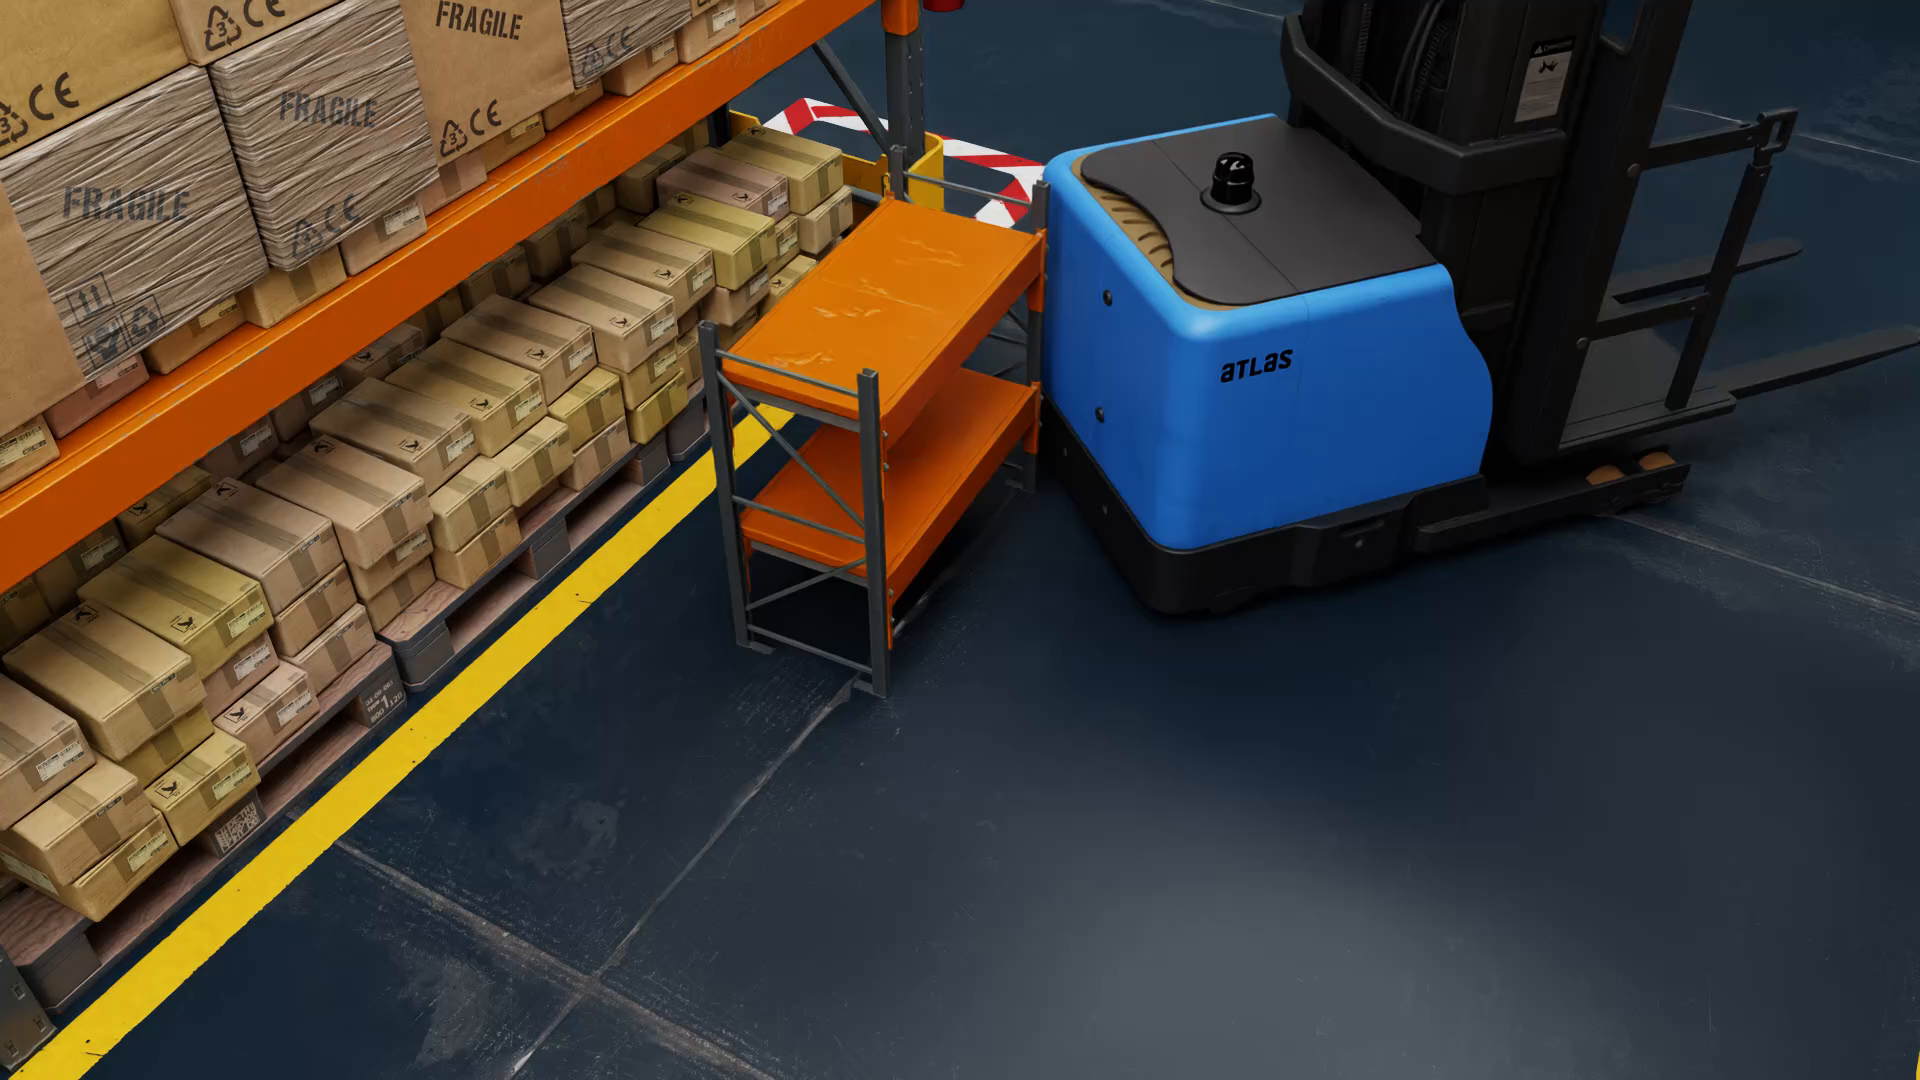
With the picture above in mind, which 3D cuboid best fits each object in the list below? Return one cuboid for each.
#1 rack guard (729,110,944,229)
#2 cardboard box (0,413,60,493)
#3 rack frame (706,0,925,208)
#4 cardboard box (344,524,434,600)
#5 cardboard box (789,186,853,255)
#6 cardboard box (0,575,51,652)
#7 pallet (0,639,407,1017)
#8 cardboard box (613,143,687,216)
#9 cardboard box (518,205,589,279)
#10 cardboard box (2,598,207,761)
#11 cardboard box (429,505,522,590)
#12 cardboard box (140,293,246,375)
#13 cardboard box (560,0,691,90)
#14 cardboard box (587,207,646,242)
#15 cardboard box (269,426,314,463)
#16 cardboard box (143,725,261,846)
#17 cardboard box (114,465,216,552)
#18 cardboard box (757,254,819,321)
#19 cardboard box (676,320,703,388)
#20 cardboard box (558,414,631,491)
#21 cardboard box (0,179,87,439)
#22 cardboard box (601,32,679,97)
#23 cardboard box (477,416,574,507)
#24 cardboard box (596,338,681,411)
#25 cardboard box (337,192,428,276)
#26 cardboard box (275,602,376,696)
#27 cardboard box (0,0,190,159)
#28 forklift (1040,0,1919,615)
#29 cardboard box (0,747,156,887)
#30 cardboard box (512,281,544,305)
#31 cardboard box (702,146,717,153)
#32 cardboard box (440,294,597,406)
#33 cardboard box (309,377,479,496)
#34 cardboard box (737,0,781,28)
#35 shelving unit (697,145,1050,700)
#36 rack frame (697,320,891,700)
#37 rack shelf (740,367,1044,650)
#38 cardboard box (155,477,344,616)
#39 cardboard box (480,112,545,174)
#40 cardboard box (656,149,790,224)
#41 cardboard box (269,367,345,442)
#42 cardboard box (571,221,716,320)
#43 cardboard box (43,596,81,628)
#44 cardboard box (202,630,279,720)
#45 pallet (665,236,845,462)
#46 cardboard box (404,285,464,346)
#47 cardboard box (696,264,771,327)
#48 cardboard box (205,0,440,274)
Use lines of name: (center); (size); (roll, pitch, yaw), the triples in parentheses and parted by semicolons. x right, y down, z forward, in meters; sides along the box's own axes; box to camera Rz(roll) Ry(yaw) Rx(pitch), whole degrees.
rack guard: (-0.630, -1.400, 6.462); (1.175, 0.500, 0.348); (21, 45, 22)
cardboard box: (-2.103, -0.225, 3.426); (0.380, 0.149, 0.250); (22, 46, 23)
rack frame: (-0.592, -2.382, 5.685); (1.000, 3.000, 0.127); (21, 45, 22)
cardboard box: (-1.700, -0.023, 4.620); (0.380, 0.149, 0.250); (23, 46, 24)
cardboard box: (-0.609, -1.185, 5.940); (0.380, 0.149, 0.250); (20, 45, 21)
cardboard box: (-2.547, 0.147, 4.202); (0.380, 0.149, 0.250); (21, 46, 23)
pallet: (-2.288, 0.558, 4.457); (1.003, 0.211, 1.213); (21, 45, 22)
cardboard box: (-1.182, -1.308, 5.854); (0.380, 0.149, 0.250); (22, 46, 23)
cardboard box: (-1.471, -1.037, 5.547); (0.380, 0.149, 0.250); (19, 45, 20)
cardboard box: (-2.052, 0.330, 3.995); (0.380, 0.149, 0.250); (23, 46, 24)
cardboard box: (-1.519, -0.038, 4.863); (0.380, 0.149, 0.250); (20, 45, 21)
cardboard box: (-1.874, -0.548, 3.793); (0.380, 0.149, 0.250); (19, 45, 20)
cardboard box: (-1.101, -1.602, 4.499); (0.500, 0.500, 0.500); (21, 46, 22)
cardboard box: (-1.308, -1.059, 5.797); (0.380, 0.149, 0.250); (21, 46, 23)
cardboard box: (-1.995, -0.306, 4.942); (0.380, 0.149, 0.250); (19, 45, 20)
cardboard box: (-2.000, 0.565, 4.178); (0.380, 0.149, 0.250); (22, 46, 23)
cardboard box: (-2.231, -0.120, 4.506); (0.380, 0.149, 0.250); (22, 46, 23)
cardboard box: (-0.716, -0.918, 5.863); (0.380, 0.149, 0.250); (22, 46, 23)
cardboard box: (-1.035, -0.650, 5.558); (0.380, 0.149, 0.250); (21, 46, 22)
cardboard box: (-1.262, -0.334, 5.199); (0.380, 0.149, 0.250); (22, 46, 23)
cardboard box: (-2.127, -0.442, 3.182); (0.500, 0.500, 0.500); (20, 45, 21)
cardboard box: (-1.044, -1.434, 4.799); (0.380, 0.149, 0.250); (19, 45, 20)
cardboard box: (-1.373, -0.279, 4.911); (0.380, 0.149, 0.250); (21, 46, 22)
cardboard box: (-1.115, -0.586, 5.260); (0.380, 0.149, 0.250); (22, 46, 23)
cardboard box: (-1.551, -0.822, 4.104); (0.380, 0.149, 0.250); (23, 46, 24)
cardboard box: (-1.837, 0.244, 4.543); (0.380, 0.149, 0.250); (20, 45, 21)
cardboard box: (-1.910, -1.096, 3.168); (0.500, 0.500, 0.500); (20, 45, 21)
forklift: (1.802, -1.487, 4.720); (3.031, 2.935, 1.130); (-14, 43, -15)
cardboard box: (-2.135, 0.606, 3.906); (0.380, 0.149, 0.250); (23, 46, 24)
cardboard box: (-1.581, -0.765, 5.463); (0.380, 0.149, 0.250); (19, 45, 20)
cardboard box: (-1.076, -1.366, 6.146); (0.380, 0.149, 0.250); (23, 46, 24)
cardboard box: (-1.331, -0.577, 5.025); (0.380, 0.149, 0.250); (19, 45, 21)
cardboard box: (-1.595, -0.290, 4.699); (0.380, 0.149, 0.250); (19, 45, 20)
cardboard box: (-0.780, -1.729, 5.134); (0.380, 0.149, 0.250); (20, 45, 22)
shelving unit: (-0.201, -0.350, 4.797); (0.538, 1.125, 1.048); (18, 45, 19)
rack frame: (-0.427, -0.049, 4.455); (0.500, 1.125, 0.032); (18, 45, 19)
rack shelf: (-0.201, -0.167, 4.958); (0.538, 0.278, 1.000); (18, 45, 19)
cardboard box: (-1.858, 0.012, 4.356); (0.380, 0.149, 0.250); (20, 45, 21)
cardboard box: (-1.350, -1.142, 4.467); (0.380, 0.149, 0.250); (22, 46, 23)
cardboard box: (-0.813, -1.181, 5.711); (0.380, 0.149, 0.250); (22, 46, 23)
cardboard box: (-2.052, -0.464, 4.897); (0.380, 0.149, 0.250); (19, 45, 21)
cardboard box: (-1.017, -0.864, 5.350); (0.380, 0.149, 0.250); (19, 45, 20)
cardboard box: (-2.467, 0.104, 4.476); (0.380, 0.149, 0.250); (19, 45, 21)
cardboard box: (-1.995, 0.280, 4.276); (0.380, 0.149, 0.250); (21, 45, 22)
pallet: (-1.067, -0.838, 6.042); (1.003, 0.211, 1.213); (21, 45, 22)
cardboard box: (-1.789, -0.746, 5.216); (0.380, 0.149, 0.250); (22, 46, 23)
cardboard box: (-0.867, -0.887, 5.601); (0.380, 0.149, 0.250); (19, 45, 20)
cardboard box: (-1.603, -1.004, 3.820); (0.500, 0.500, 0.500); (20, 45, 21)
